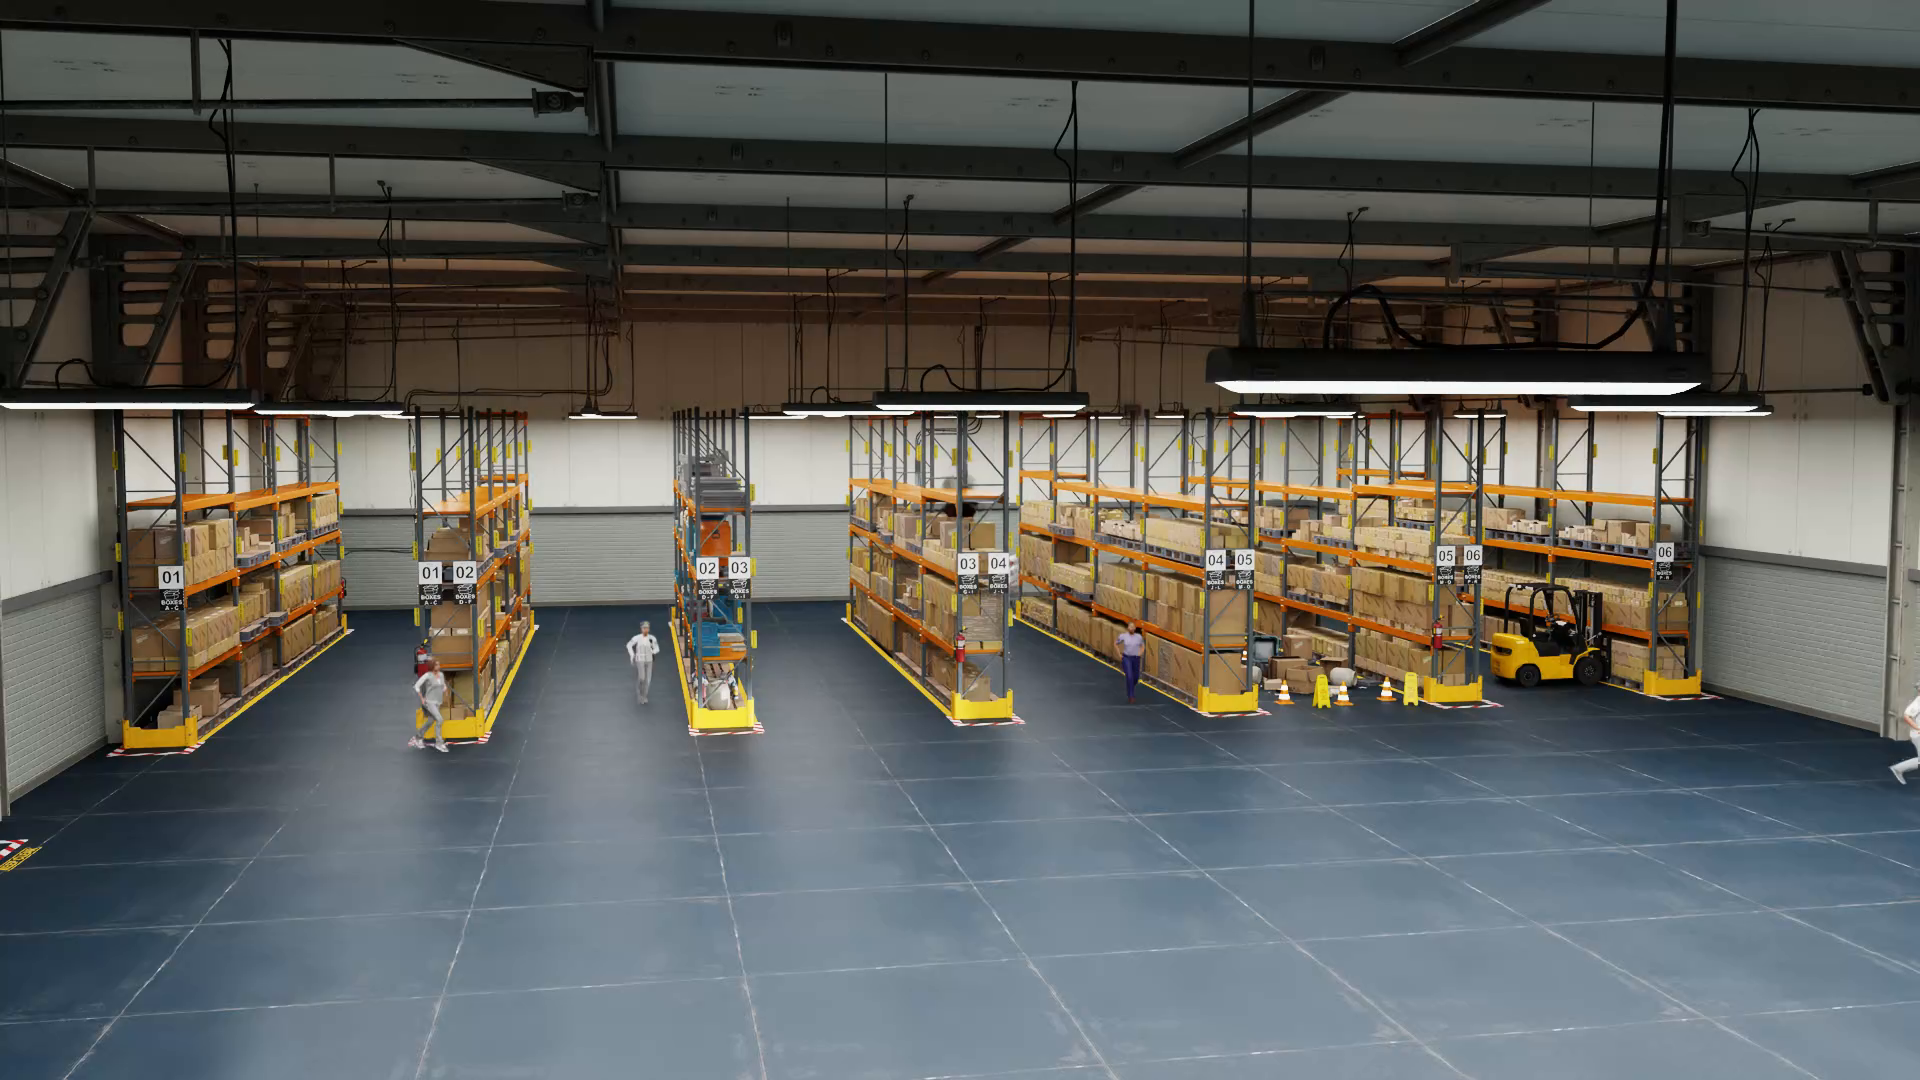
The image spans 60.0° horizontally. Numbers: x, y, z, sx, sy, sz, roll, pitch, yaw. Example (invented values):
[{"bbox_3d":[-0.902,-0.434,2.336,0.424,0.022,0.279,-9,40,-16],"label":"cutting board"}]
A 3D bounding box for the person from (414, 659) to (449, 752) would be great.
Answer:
[{"bbox_3d":[-9.143,2.849,28.884,0.795,1.585,0.528,2,4,24],"label":"person"}]

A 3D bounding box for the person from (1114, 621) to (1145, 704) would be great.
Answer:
[{"bbox_3d":[3.497,2.490,33.985,0.623,1.633,0.718,-1,4,-14],"label":"person"}]

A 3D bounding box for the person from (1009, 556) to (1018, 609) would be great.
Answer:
[{"bbox_3d":[1.496,1.356,49.676,0.546,1.756,0.682,-2,5,-26],"label":"person"}]

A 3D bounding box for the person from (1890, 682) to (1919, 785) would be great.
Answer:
[{"bbox_3d":[14.829,3.020,25.569,0.864,1.753,0.676,4,5,42],"label":"person"}]

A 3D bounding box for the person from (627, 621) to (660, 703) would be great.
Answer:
[{"bbox_3d":[-6.389,2.478,33.706,0.598,1.669,0.608,-2,4,-24],"label":"person"}]
